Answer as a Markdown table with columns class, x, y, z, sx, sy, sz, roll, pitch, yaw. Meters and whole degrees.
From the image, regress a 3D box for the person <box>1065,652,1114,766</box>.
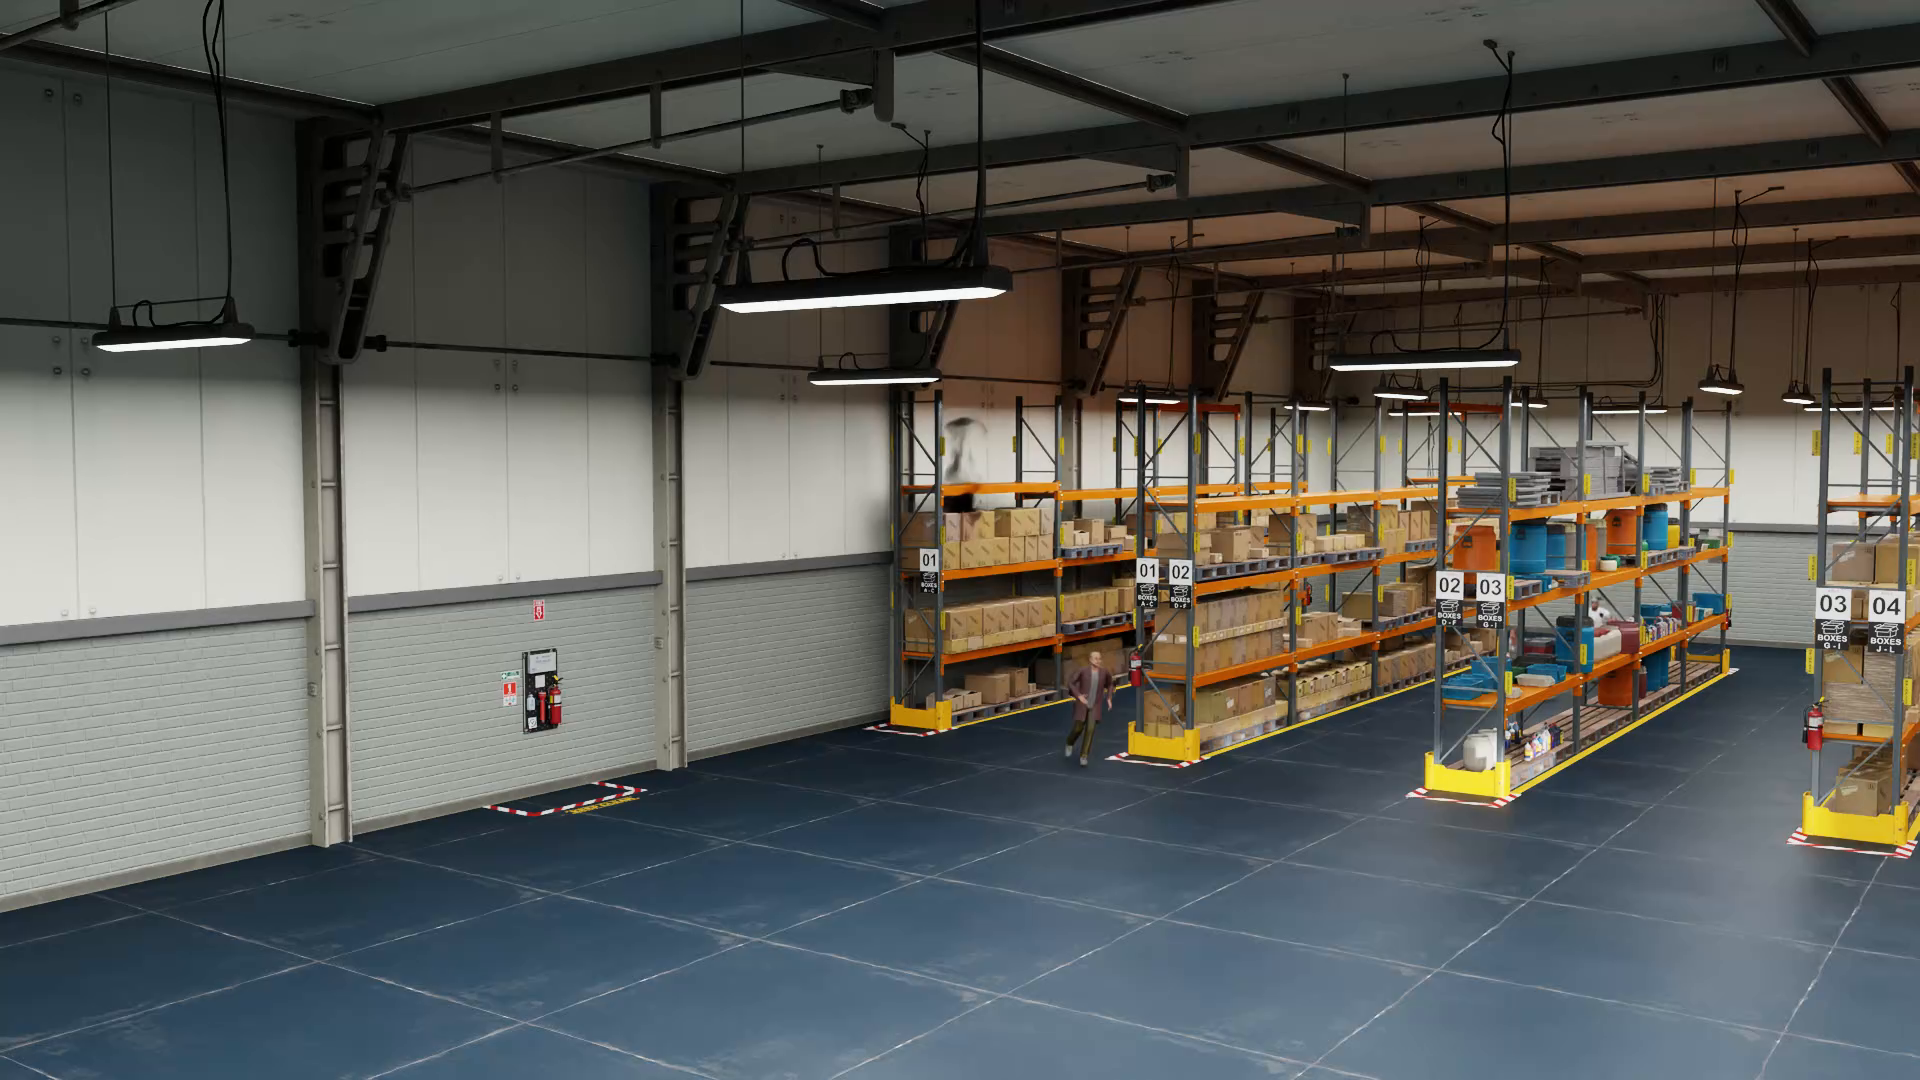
| class | x | y | z | sx | sy | sz | roll | pitch | yaw |
| --- | --- | --- | --- | --- | --- | --- | --- | --- | --- |
| person | 2.086 | 2.637 | 26.363 | 0.775 | 1.748 | 0.922 | 0 | 3 | -8 |

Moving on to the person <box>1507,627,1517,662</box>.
| class | x | y | z | sx | sy | sz | roll | pitch | yaw |
| --- | --- | --- | --- | --- | --- | --- | --- | --- | --- |
| person | 10.666 | 2.486 | 31.705 | 0.541 | 1.486 | 0.996 | 3 | 4 | 41 |

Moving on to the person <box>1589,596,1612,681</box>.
| class | x | y | z | sx | sy | sz | roll | pitch | yaw |
| --- | --- | --- | --- | --- | --- | --- | --- | --- | --- |
| person | 13.642 | 2.081 | 35.761 | 0.650 | 1.795 | 0.959 | 2 | 4 | 31 |
